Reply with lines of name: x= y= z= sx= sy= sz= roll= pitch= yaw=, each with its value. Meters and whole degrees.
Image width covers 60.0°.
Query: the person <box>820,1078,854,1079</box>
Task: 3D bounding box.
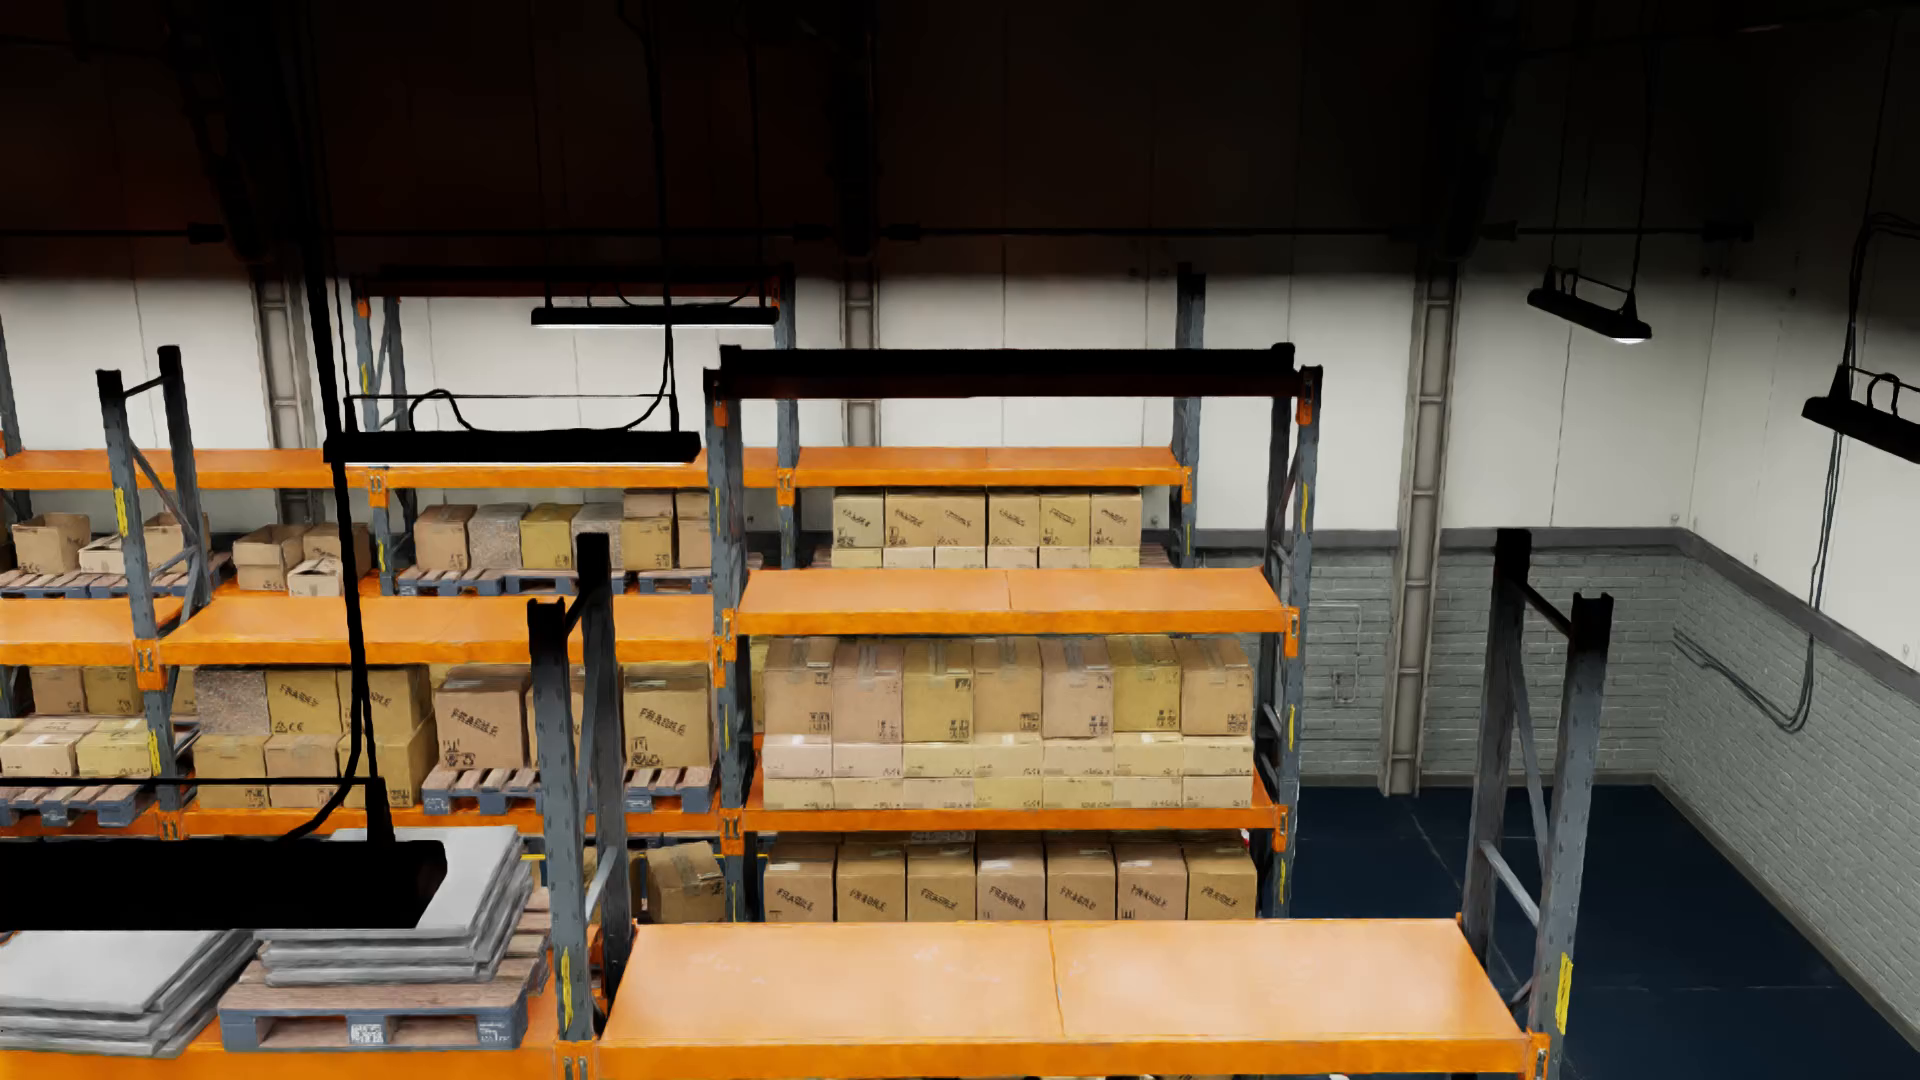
person: x=-0.783 y=4.142 z=11.591 sx=0.516 sy=1.540 sz=0.566 roll=-2 pitch=16 yaw=-8
